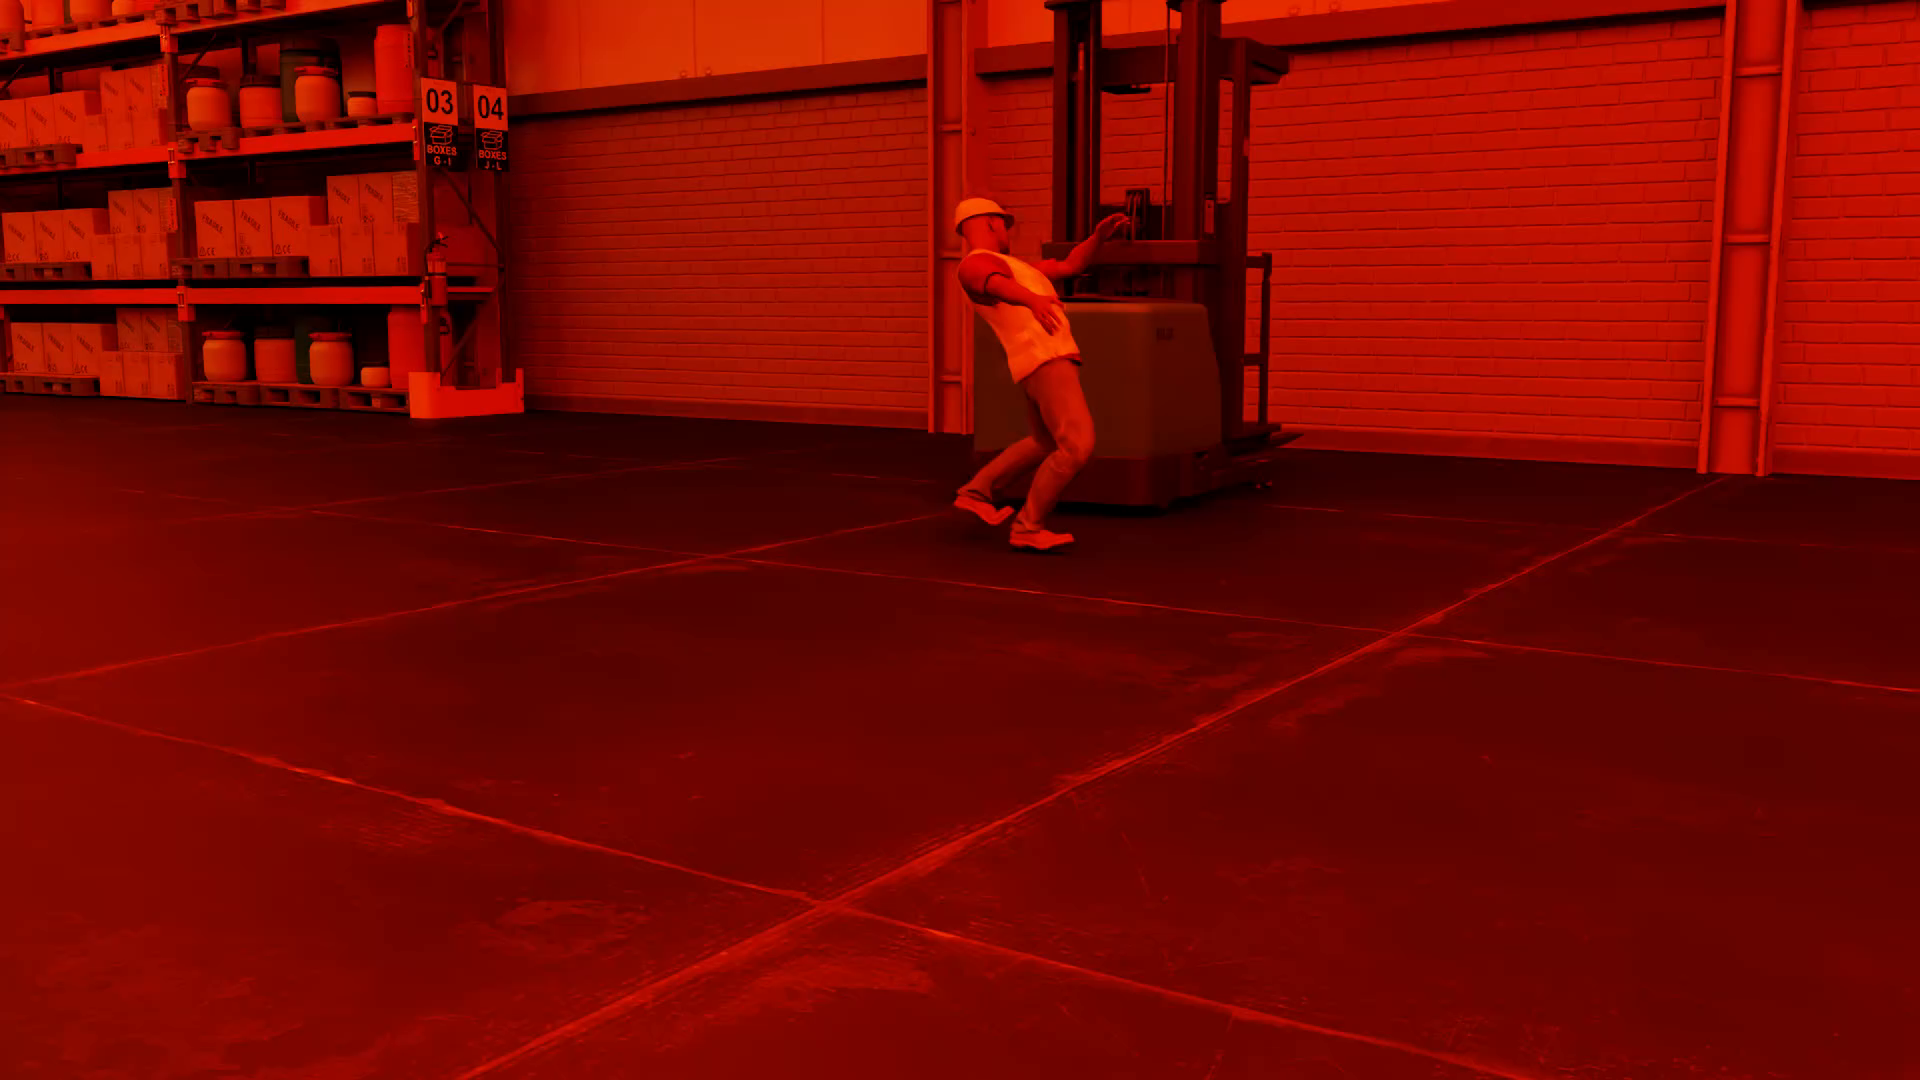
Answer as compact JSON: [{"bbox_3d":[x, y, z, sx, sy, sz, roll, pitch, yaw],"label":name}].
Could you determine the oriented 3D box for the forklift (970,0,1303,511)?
[{"bbox_3d":[1.217,-1.768,9.623,1.130,2.935,3.031,5,9,29],"label":"forklift"}]

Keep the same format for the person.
[{"bbox_3d":[0.352,-0.725,7.182,0.779,1.520,1.057,0,8,1],"label":"person"}]
